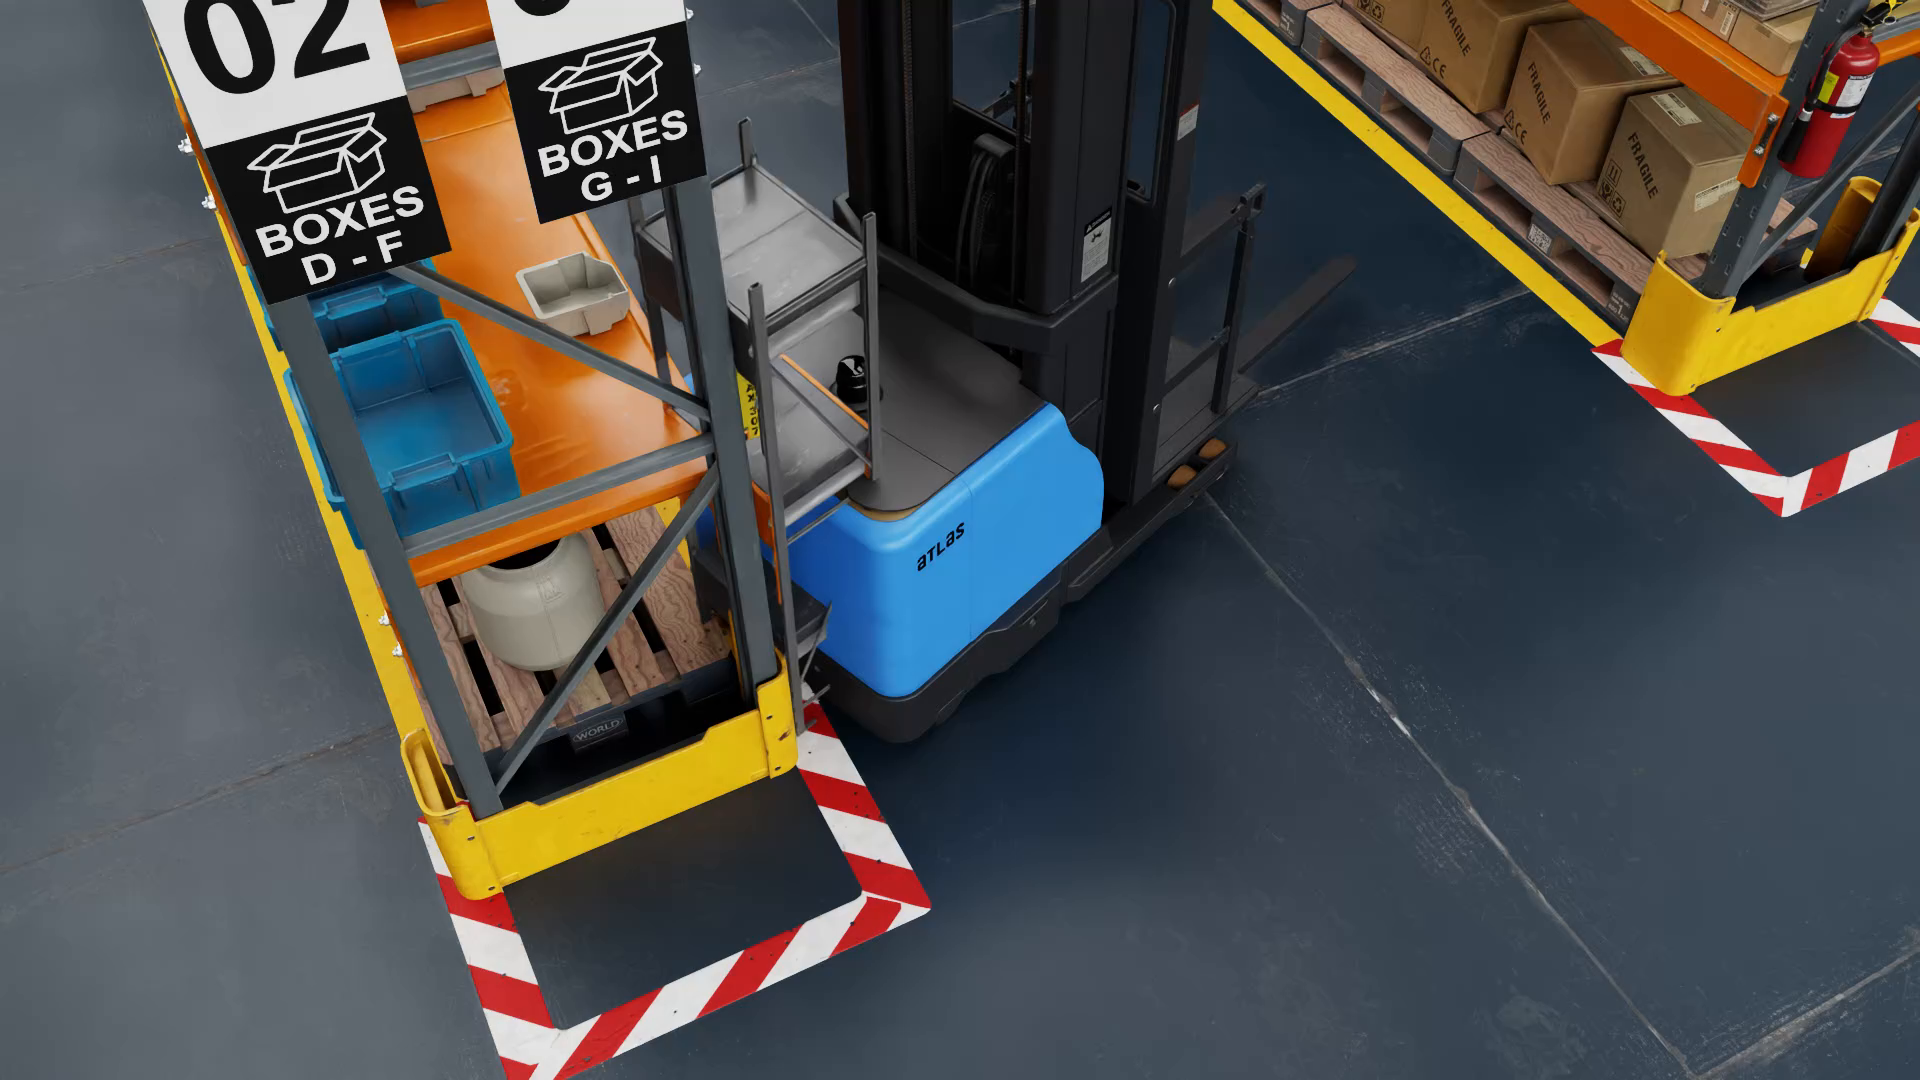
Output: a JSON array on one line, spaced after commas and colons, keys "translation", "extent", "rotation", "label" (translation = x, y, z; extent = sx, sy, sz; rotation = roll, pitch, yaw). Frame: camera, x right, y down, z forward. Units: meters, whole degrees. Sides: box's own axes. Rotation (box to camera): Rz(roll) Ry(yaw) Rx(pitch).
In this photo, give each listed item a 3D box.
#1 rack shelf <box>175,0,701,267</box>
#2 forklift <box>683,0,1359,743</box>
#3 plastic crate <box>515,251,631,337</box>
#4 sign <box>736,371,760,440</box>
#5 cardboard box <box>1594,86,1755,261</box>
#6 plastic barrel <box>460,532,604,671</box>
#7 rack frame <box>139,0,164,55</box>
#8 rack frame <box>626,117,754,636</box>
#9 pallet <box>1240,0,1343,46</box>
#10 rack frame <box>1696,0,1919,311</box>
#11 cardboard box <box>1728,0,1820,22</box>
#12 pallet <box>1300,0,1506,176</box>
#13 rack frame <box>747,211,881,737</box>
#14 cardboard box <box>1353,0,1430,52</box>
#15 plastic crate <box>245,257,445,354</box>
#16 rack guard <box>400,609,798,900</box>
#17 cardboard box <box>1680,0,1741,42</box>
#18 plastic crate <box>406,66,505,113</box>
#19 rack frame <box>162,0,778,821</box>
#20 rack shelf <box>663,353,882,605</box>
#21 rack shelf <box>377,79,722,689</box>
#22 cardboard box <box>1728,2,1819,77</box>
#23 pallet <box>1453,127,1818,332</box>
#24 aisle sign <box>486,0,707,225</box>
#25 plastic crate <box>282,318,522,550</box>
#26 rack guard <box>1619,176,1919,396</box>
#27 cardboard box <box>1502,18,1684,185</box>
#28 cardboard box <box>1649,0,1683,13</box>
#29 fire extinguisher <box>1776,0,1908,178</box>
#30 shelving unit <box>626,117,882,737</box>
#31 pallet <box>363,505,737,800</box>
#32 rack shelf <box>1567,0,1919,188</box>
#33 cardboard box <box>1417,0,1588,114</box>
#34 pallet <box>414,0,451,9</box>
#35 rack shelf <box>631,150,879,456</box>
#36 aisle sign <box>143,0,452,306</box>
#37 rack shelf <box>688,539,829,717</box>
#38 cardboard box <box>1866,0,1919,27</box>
[{"translation": [-1.959, -2.203, 4.669], "extent": [1.077, 0.370, 4.000], "rotation": [-21, 52, -18], "label": "rack shelf"}, {"translation": [0.419, -1.317, 5.455], "extent": [1.130, 2.935, 3.031], "rotation": [34, 57, 26], "label": "forklift"}, {"translation": [-1.168, -0.736, 5.077], "extent": [0.298, 0.136, 0.250], "rotation": [-21, 52, -18], "label": "plastic crate"}, {"translation": [-0.553, -0.391, 4.415], "extent": [0.100, 0.325, 0.005], "rotation": [-21, 52, -18], "label": "sign"}, {"translation": [3.089, -1.559, 7.002], "extent": [0.500, 0.500, 0.500], "rotation": [-13, 50, -11], "label": "cardboard box"}, {"translation": [-1.413, 0.153, 5.497], "extent": [0.421, 0.512, 0.421], "rotation": [0, 49, 0], "label": "plastic barrel"}, {"translation": [-1.044, -2.089, 2.098], "extent": [1.000, 3.000, 0.127], "rotation": [-21, 52, -18], "label": "rack frame"}, {"translation": [-0.721, -0.363, 5.099], "extent": [0.400, 2.100, 0.015], "rotation": [-37, 62, -25], "label": "rack frame"}, {"translation": [1.868, -3.141, 8.857], "extent": [1.003, 0.211, 1.213], "rotation": [-21, 52, -18], "label": "pallet"}, {"translation": [3.360, -1.819, 5.849], "extent": [1.000, 3.000, 0.127], "rotation": [-21, 52, -18], "label": "rack frame"}, {"translation": [3.133, -2.328, 6.029], "extent": [0.875, 0.500, 0.500], "rotation": [-21, 52, -18], "label": "cardboard box"}, {"translation": [2.430, -2.324, 8.142], "extent": [1.003, 0.211, 1.213], "rotation": [-21, 52, -18], "label": "pallet"}, {"translation": [-0.385, -0.076, 4.893], "extent": [0.400, 2.100, 0.015], "rotation": [-37, 62, -25], "label": "rack frame"}, {"translation": [2.300, -2.761, 8.054], "extent": [0.500, 0.500, 0.500], "rotation": [-26, 54, -21], "label": "cardboard box"}, {"translation": [-1.831, -0.733, 4.997], "extent": [0.499, 0.251, 0.408], "rotation": [-21, 52, -18], "label": "plastic crate"}, {"translation": [-1.121, 0.675, 5.328], "extent": [1.175, 0.500, 0.348], "rotation": [-21, 52, -18], "label": "rack guard"}, {"translation": [2.932, -2.024, 6.194], "extent": [0.380, 0.149, 0.250], "rotation": [-21, 52, -18], "label": "cardboard box"}, {"translation": [-1.906, -1.704, 5.923], "extent": [0.530, 0.136, 0.437], "rotation": [-21, 52, -18], "label": "plastic crate"}, {"translation": [-1.044, -0.113, 4.356], "extent": [1.000, 3.000, 0.127], "rotation": [-21, 52, -18], "label": "rack frame"}, {"translation": [-0.553, -0.211, 5.007], "extent": [0.431, 0.518, 0.480], "rotation": [-37, 62, -25], "label": "rack shelf"}, {"translation": [-1.959, -1.215, 5.798], "extent": [1.077, 0.370, 4.000], "rotation": [-21, 52, -18], "label": "rack shelf"}, {"translation": [3.046, -1.856, 6.048], "extent": [0.380, 0.149, 0.250], "rotation": [-21, 52, -18], "label": "cardboard box"}, {"translation": [2.985, -1.508, 7.429], "extent": [1.003, 0.211, 1.213], "rotation": [-21, 52, -18], "label": "pallet"}, {"translation": [-0.751, -1.022, 3.424], "extent": [0.394, 0.787, 0.004], "rotation": [-21, 52, -18], "label": "aisle sign"}, {"translation": [-1.539, -0.296, 4.615], "extent": [0.499, 0.251, 0.616], "rotation": [-21, 52, -18], "label": "plastic crate"}, {"translation": [3.325, -1.047, 6.834], "extent": [1.175, 0.500, 0.348], "rotation": [-21, 52, -18], "label": "rack guard"}, {"translation": [2.785, -1.947, 7.342], "extent": [0.500, 0.500, 0.500], "rotation": [-9, 49, -8], "label": "cardboard box"}, {"translation": [2.772, -2.174, 6.325], "extent": [0.380, 0.149, 0.250], "rotation": [-21, 52, -18], "label": "cardboard box"}, {"translation": [3.002, -1.559, 5.672], "extent": [0.296, 0.674, 0.183], "rotation": [-21, 52, -18], "label": "fire extinguisher"}, {"translation": [-0.553, -0.219, 4.996], "extent": [0.431, 2.100, 0.503], "rotation": [-37, 62, -25], "label": "shelving unit"}, {"translation": [-1.488, 0.224, 5.914], "extent": [1.003, 0.211, 1.213], "rotation": [-21, 52, -18], "label": "pallet"}, {"translation": [2.445, -2.921, 7.290], "extent": [1.077, 0.370, 4.000], "rotation": [-21, 52, -18], "label": "rack shelf"}, {"translation": [2.515, -2.372, 7.714], "extent": [0.500, 0.500, 0.500], "rotation": [-17, 51, -14], "label": "cardboard box"}, {"translation": [-1.336, -1.626, 3.812], "extent": [1.003, 0.211, 1.213], "rotation": [-21, 52, -18], "label": "pallet"}, {"translation": [-0.536, -0.632, 4.448], "extent": [0.431, 0.518, 0.480], "rotation": [-37, 62, -25], "label": "rack shelf"}, {"translation": [-1.275, -0.819, 3.246], "extent": [0.394, 0.787, 0.004], "rotation": [-21, 52, -18], "label": "aisle sign"}, {"translation": [-0.571, 0.210, 5.566], "extent": [0.431, 0.518, 0.480], "rotation": [-37, 62, -25], "label": "rack shelf"}, {"translation": [3.441, -2.010, 6.182], "extent": [0.380, 0.149, 0.250], "rotation": [-21, 52, -18], "label": "cardboard box"}]
